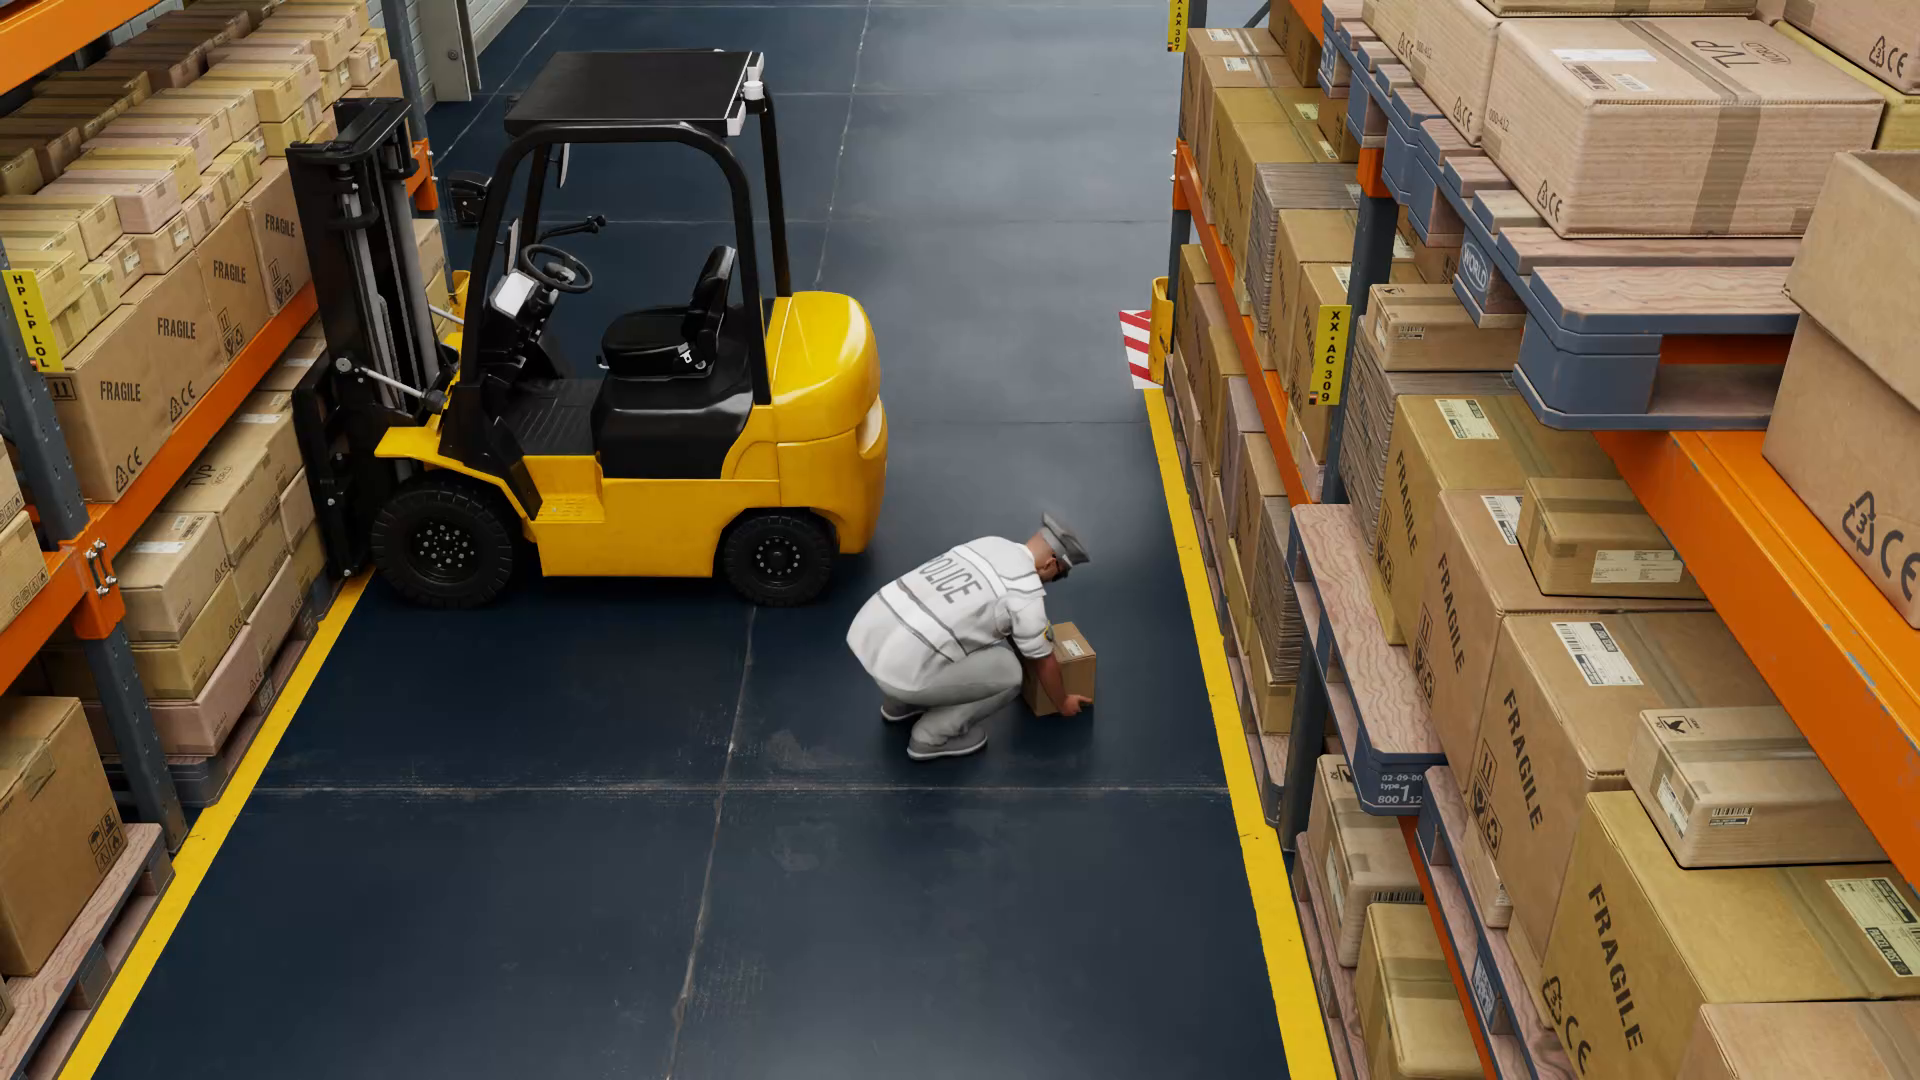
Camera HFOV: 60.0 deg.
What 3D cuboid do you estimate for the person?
[{"bbox_3d":[0.057,0.395,6.468,1.000,0.877,0.540,-14,34,-22],"label":"person"}]
